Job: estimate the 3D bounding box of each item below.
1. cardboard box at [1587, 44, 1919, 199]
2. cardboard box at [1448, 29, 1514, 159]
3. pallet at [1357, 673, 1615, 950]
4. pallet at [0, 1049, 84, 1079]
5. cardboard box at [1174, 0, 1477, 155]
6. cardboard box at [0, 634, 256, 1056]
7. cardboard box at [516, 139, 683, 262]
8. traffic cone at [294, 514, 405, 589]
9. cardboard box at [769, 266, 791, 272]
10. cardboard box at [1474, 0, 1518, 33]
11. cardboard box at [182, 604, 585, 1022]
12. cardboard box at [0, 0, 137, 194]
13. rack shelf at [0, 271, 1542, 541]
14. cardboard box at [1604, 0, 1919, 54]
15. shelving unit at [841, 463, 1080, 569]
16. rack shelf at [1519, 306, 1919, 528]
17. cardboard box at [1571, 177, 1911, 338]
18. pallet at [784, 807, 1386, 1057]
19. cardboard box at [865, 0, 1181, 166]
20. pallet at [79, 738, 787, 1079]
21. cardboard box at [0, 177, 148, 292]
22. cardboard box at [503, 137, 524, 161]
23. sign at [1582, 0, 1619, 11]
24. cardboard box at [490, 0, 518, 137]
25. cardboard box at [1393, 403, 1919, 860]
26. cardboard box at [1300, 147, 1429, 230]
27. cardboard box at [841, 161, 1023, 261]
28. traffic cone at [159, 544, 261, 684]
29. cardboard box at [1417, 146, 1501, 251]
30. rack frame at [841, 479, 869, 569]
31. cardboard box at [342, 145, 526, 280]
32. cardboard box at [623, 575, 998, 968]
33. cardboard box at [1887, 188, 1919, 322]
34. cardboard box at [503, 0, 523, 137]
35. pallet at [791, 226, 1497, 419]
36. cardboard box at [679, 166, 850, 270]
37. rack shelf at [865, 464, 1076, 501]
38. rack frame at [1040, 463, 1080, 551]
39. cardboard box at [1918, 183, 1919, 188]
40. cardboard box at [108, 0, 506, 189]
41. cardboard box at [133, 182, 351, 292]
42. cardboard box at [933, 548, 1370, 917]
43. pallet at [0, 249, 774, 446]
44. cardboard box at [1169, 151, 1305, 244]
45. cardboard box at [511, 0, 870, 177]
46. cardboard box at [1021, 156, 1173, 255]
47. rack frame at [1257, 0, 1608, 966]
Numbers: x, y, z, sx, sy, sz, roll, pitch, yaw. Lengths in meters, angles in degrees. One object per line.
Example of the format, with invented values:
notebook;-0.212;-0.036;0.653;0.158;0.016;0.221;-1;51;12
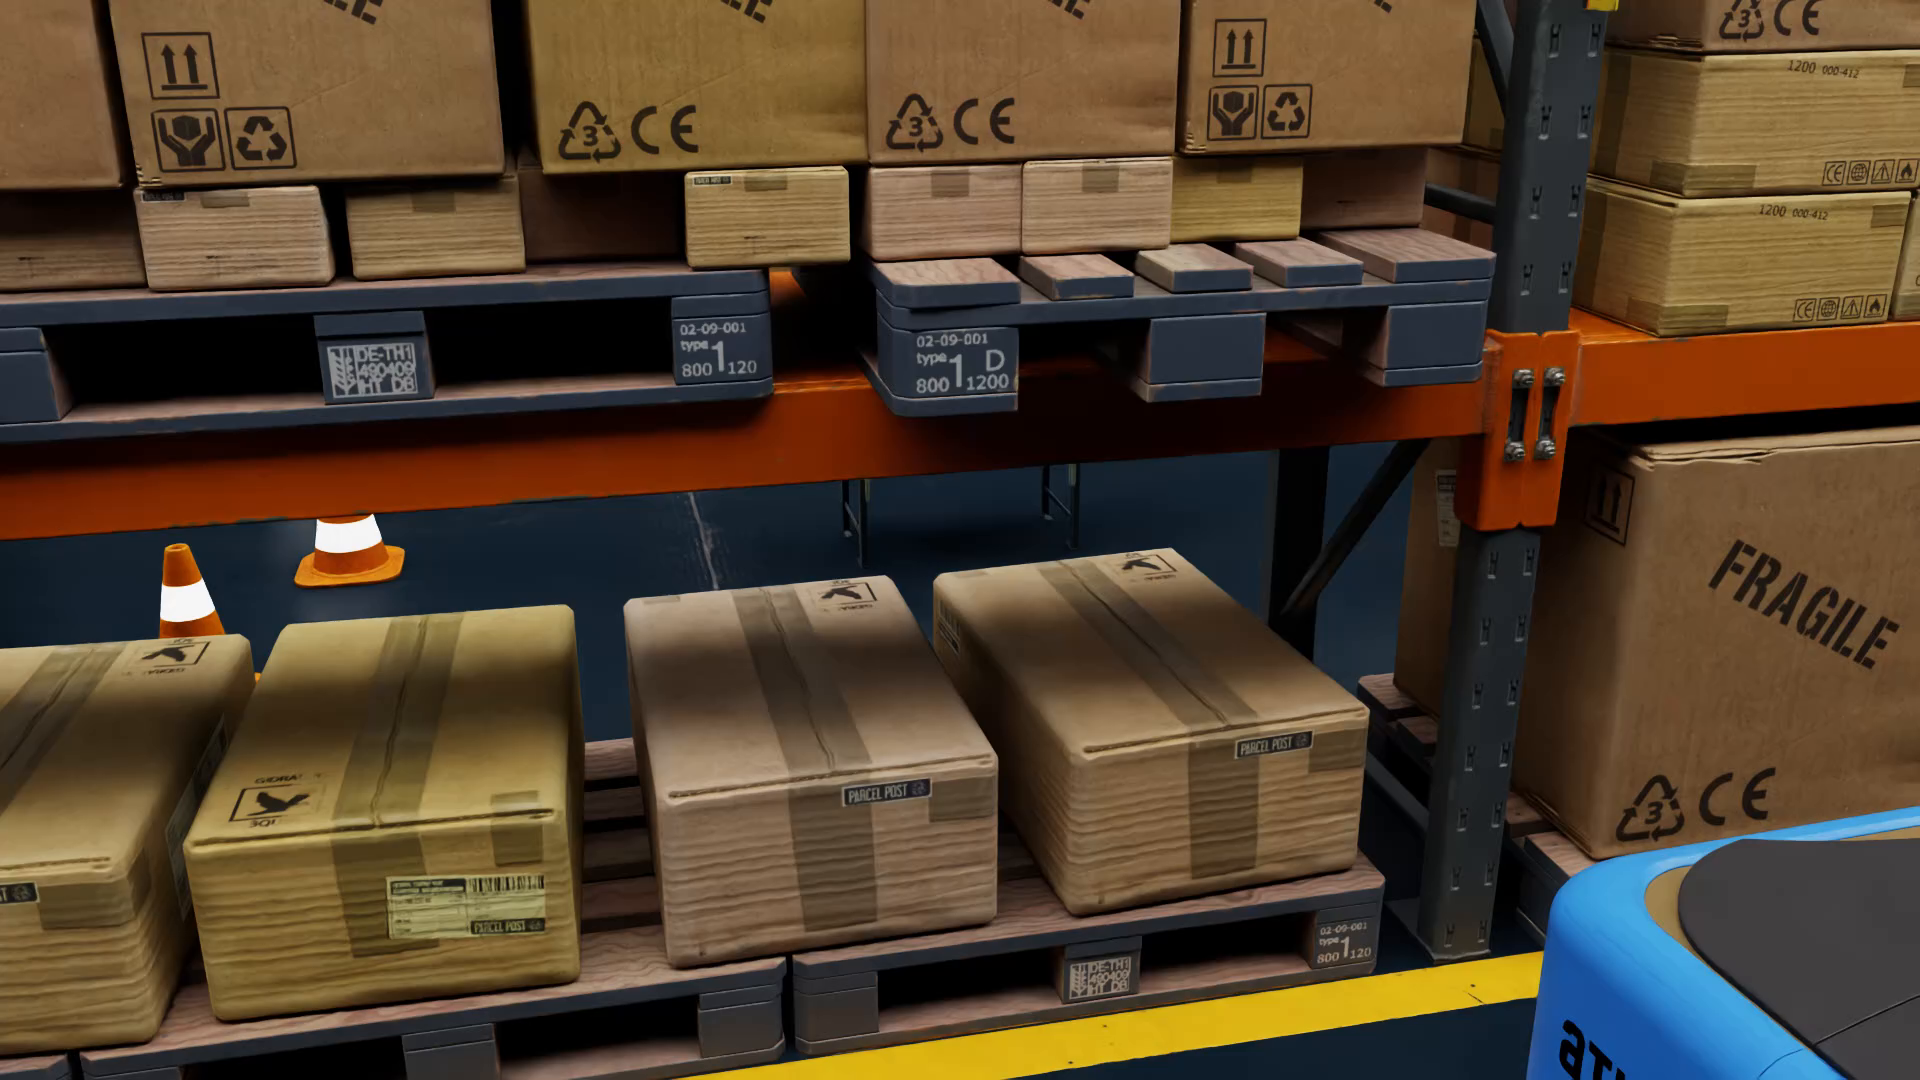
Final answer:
cardboard box;1.473;-0.826;3.200;0.500;0.250;0.500;-5;21;-13
cardboard box;1.336;-0.992;3.654;0.500;0.250;0.500;-5;21;-13
pallet;1.707;0.568;3.958;1.213;0.211;1.003;-5;21;-12
pallet;-2.213;0.859;3.162;1.213;0.211;1.003;-5;21;-12
cardboard box;0.544;-0.959;2.884;0.500;0.500;0.500;-5;21;-14
cardboard box;-1.761;0.548;3.166;0.625;0.372;0.950;-3;20;-9
cardboard box;-0.606;-0.577;2.784;0.250;0.149;0.380;-4;21;-12
traffic cone;-2.033;-0.121;5.473;0.334;0.463;0.336;-5;21;-12
cardboard box;-0.928;-1.476;8.144;0.750;0.750;1.050;-5;21;-13
cardboard box;1.366;-1.349;3.538;0.500;0.500;0.500;-5;21;-14
cardboard box;-1.085;0.493;3.318;0.625;0.372;0.950;-4;20;-11
cardboard box;-1.476;-0.787;2.414;0.500;0.500;0.500;-5;21;-13
rack shelf;-1.024;-0.208;3.068;4.000;0.370;1.077;-5;21;-12
cardboard box;1.459;-1.178;3.071;0.500;0.500;0.500;-5;21;-14
shelving unit;-0.006;-0.704;5.555;0.755;1.500;0.431;-5;21;-12
rack shelf;2.869;-0.525;3.933;4.000;0.370;1.077;-5;21;-12
cardboard box;1.457;-0.589;3.279;0.500;0.250;0.500;-5;21;-13
pallet;0.162;0.666;3.689;1.213;0.211;1.003;-5;21;-12
cardboard box;0.044;-0.915;2.762;0.500;0.500;0.500;-5;21;-13
pallet;-1.023;0.762;3.429;1.213;0.211;1.003;-5;21;-12
cardboard box;-1.355;-0.495;2.560;0.250;0.149;0.380;-4;21;-12
cardboard box;-0.751;-0.707;3.139;0.250;0.149;0.380;-4;20;-10
sign;1.057;-1.030;2.698;0.005;0.325;0.100;-5;21;-12
cardboard box;-1.078;-1.005;3.010;0.500;0.500;0.500;-5;21;-15
cardboard box;1.614;0.069;3.743;0.875;0.875;0.875;-5;21;-13
cardboard box;0.658;-0.679;3.062;0.250;0.149;0.380;-4;20;-10
cardboard box;-0.068;-0.581;2.795;0.250;0.149;0.380;-6;21;-15
traffic cone;-2.085;0.237;4.496;0.334;0.463;0.336;-5;21;-12
cardboard box;1.355;-0.761;3.749;0.500;0.250;0.500;-5;21;-14
rack frame;-0.363;-0.675;5.476;0.023;1.500;0.400;-5;21;-12
cardboard box;-0.832;-0.530;2.655;0.250;0.149;0.380;-5;21;-14
cardboard box;-0.346;0.435;3.477;0.625;0.372;0.950;-5;21;-14
cardboard box;1.953;-0.635;3.406;0.500;0.250;0.500;-5;21;-14
cardboard box;-0.589;-1.042;3.111;0.500;0.500;0.500;-4;21;-12
pallet;0.254;-0.522;3.159;1.003;0.211;1.213;-5;21;-12
cardboard box;-0.333;-0.555;2.723;0.250;0.149;0.380;-4;21;-12
rack shelf;-0.006;-0.398;5.667;0.720;0.370;0.431;-5;21;-12
rack frame;0.350;-0.733;5.634;0.023;1.500;0.400;-5;21;-12
cardboard box;1.976;-0.867;3.311;0.500;0.250;0.500;-4;21;-11
cardboard box;-0.979;-0.831;2.535;0.500;0.500;0.500;-6;21;-15
cardboard box;-1.085;-0.499;2.570;0.250;0.149;0.380;-4;20;-10
cardboard box;0.371;0.374;3.644;0.625;0.372;0.950;-6;21;-16
pallet;-0.994;-0.444;2.945;1.213;0.211;1.003;-5;21;-12
cardboard box;0.414;-0.634;2.938;0.250;0.149;0.380;-4;21;-12
cardboard box;-0.447;-0.874;2.652;0.500;0.500;0.500;-6;21;-16
cardboard box;0.179;-0.599;2.843;0.250;0.149;0.380;-5;21;-13
rack frame;0.923;-0.705;3.377;0.127;3.000;1.000;-5;21;-12
